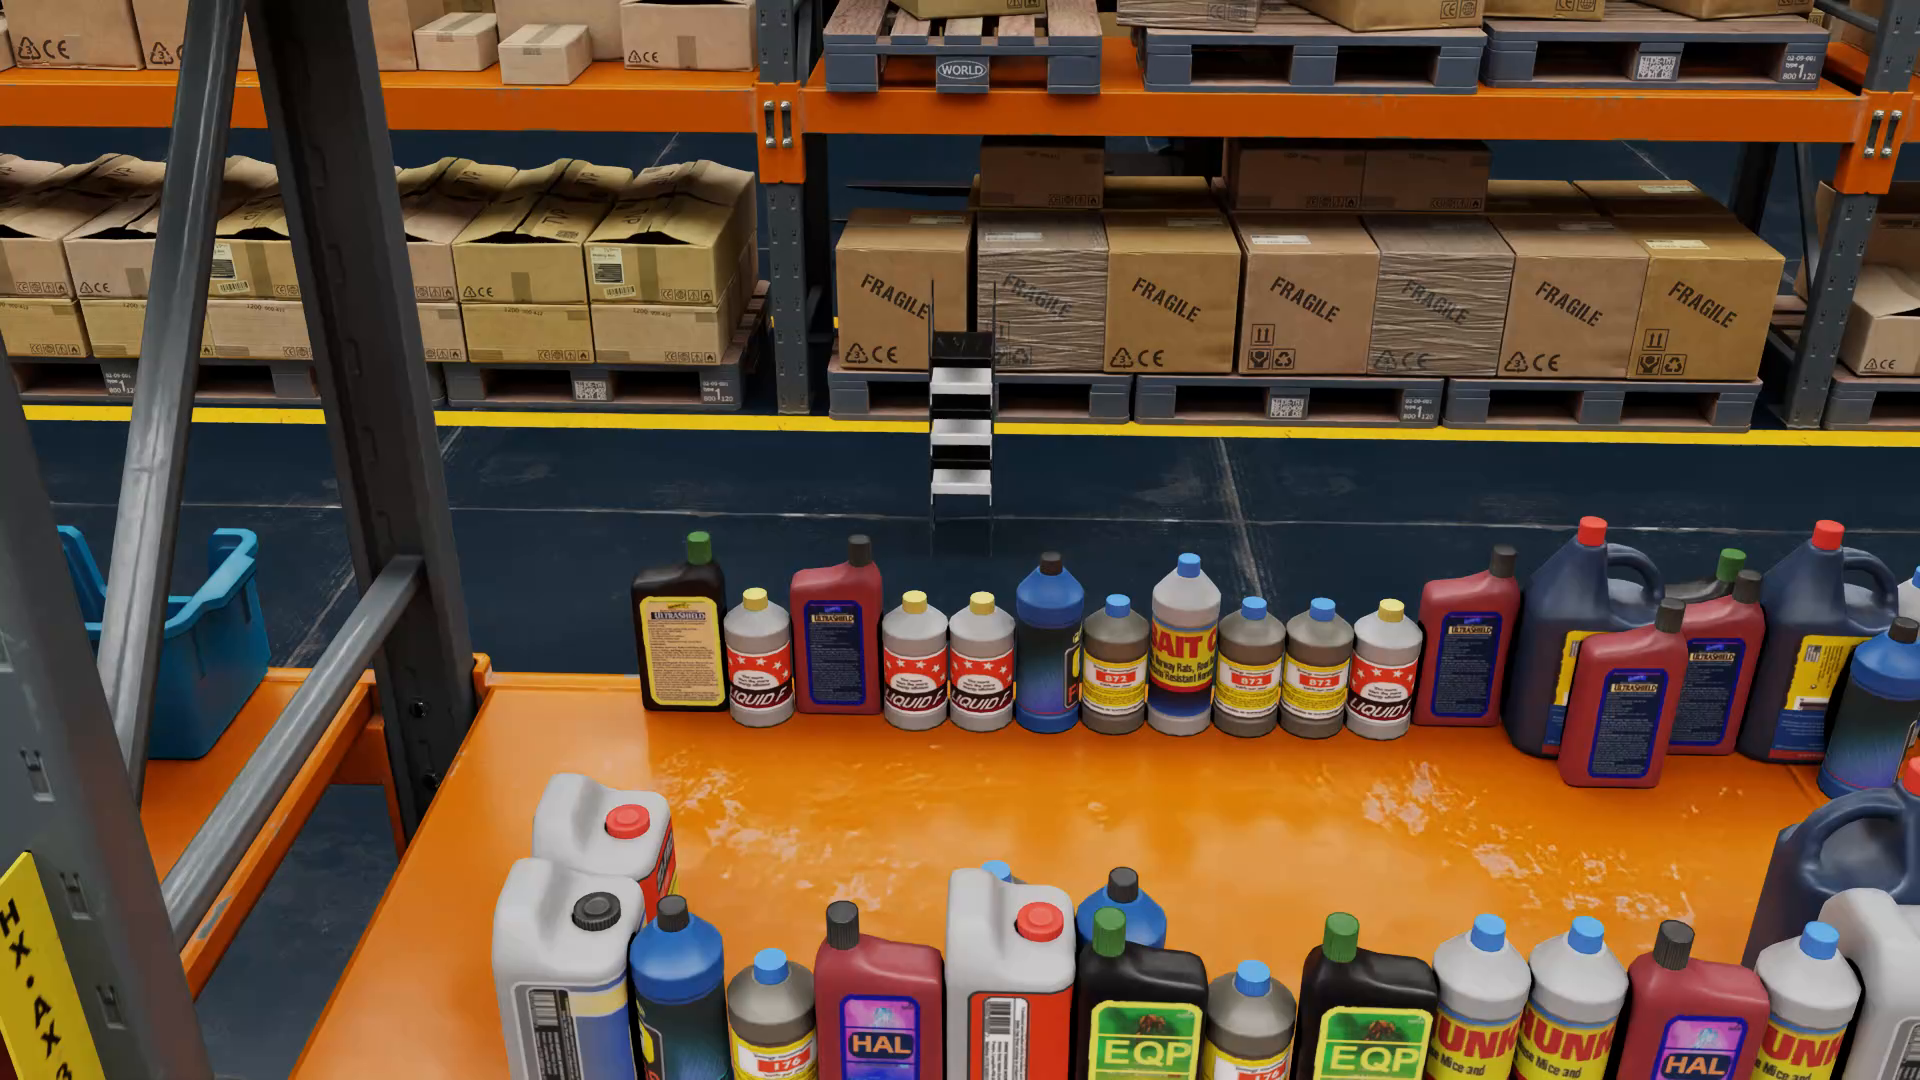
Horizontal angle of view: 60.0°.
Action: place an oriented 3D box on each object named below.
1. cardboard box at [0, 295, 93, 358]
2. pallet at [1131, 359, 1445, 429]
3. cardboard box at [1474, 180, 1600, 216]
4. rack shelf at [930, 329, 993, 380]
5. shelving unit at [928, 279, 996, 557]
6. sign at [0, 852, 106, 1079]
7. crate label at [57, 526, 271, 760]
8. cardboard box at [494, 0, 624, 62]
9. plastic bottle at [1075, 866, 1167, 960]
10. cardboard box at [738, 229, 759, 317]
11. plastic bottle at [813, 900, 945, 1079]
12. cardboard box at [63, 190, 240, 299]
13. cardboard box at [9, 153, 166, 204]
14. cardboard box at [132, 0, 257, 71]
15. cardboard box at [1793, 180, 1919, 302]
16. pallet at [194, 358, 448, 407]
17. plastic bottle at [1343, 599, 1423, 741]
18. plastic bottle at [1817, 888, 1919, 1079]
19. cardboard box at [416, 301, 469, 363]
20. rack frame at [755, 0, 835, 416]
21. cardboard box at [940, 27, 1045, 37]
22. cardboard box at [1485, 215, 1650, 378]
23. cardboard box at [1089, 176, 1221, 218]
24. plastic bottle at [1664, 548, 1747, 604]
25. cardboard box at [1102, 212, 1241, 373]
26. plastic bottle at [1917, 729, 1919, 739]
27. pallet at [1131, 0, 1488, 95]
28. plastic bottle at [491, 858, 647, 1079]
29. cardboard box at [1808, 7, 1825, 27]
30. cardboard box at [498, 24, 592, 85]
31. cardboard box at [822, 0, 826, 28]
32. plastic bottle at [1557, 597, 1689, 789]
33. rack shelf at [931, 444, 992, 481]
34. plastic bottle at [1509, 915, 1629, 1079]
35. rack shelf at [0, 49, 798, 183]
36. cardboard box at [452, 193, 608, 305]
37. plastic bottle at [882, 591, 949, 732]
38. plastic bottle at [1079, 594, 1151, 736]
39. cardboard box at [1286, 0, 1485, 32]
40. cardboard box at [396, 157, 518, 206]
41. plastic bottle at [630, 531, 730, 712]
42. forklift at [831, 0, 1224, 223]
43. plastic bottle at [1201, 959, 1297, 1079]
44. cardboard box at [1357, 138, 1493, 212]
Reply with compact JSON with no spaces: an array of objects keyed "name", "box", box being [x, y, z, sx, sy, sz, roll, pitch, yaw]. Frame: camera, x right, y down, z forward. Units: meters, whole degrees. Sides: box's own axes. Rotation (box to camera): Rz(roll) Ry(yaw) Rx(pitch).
[{"name":"cardboard box","box":[-3.744,-0.963,6.851,0.500,0.250,0.500,2,28,3]},{"name":"pallet","box":[1.310,-0.774,6.985,1.213,0.211,1.003,1,28,2]},{"name":"cardboard box","box":[2.338,-1.207,7.023,0.500,0.500,0.500,1,28,3]},{"name":"rack shelf","box":[0.008,-0.607,5.428,0.200,0.077,0.258,1,28,2]},{"name":"shelving unit","box":[0.008,-0.397,5.539,0.210,0.900,0.258,1,28,2]},{"name":"sign","box":[-0.842,0.447,1.531,0.005,0.325,0.100,1,28,2]},{"name":"crate label","box":[-1.238,0.153,2.438,0.416,0.233,0.303,1,28,2]},{"name":"cardboard box","box":[-1.538,-2.124,6.648,0.500,0.311,0.500,1,28,1]},{"name":"plastic bottle","box":[0.171,0.470,1.798,0.097,0.271,0.097,0,28,0]},{"name":"cardboard box","box":[-1.164,-1.174,7.250,0.500,0.250,0.500,1,28,2]},{"name":"plastic bottle","box":[-0.082,0.498,1.733,0.133,0.283,0.061,1,28,2]},{"name":"cardboard box","box":[-3.227,-1.200,6.699,0.500,0.311,0.500,0,28,0]},{"name":"cardboard box","box":[-3.714,-1.464,7.197,0.500,0.311,0.500,2,28,3]},{"name":"cardboard box","box":[-2.855,-2.130,6.460,0.500,0.500,0.500,1,28,2]},{"name":"cardboard box","box":[3.926,-1.205,7.019,0.500,0.500,0.500,1,28,2]},{"name":"pallet","box":[-2.689,-0.879,7.182,1.213,0.211,1.003,1,28,2]},{"name":"plastic bottle","box":[0.616,0.181,2.417,0.097,0.201,0.097,0,28,0]},{"name":"plastic bottle","box":[0.977,0.497,1.742,0.135,0.276,0.152,1,28,2]},{"name":"cardboard box","box":[-2.203,-0.939,6.807,0.500,0.250,0.500,2,28,3]},{"name":"rack frame","box":[-0.651,-2.057,6.429,0.127,3.000,1.000,1,28,2]},{"name":"cardboard box","box":[0.250,-3.538,11.069,0.750,0.750,0.750,1,28,1]},{"name":"cardboard box","box":[2.349,-0.967,6.571,0.500,0.500,0.500,1,28,2]},{"name":"cardboard box","box":[0.809,-1.233,7.073,0.500,0.500,0.500,0,28,0]},{"name":"plastic bottle","box":[1.050,0.144,2.401,0.133,0.283,0.061,1,28,2]},{"name":"cardboard box","box":[0.818,-0.989,6.613,0.500,0.500,0.500,1,28,1]},{"name":"plastic bottle","box":[1.446,0.164,2.375,0.097,0.271,0.097,0,28,0]},{"name":"pallet","box":[1.292,-1.943,6.417,1.213,0.211,1.003,1,28,2]},{"name":"plastic bottle","box":[-0.409,0.474,1.785,0.135,0.276,0.152,1,28,2]},{"name":"cardboard box","box":[5.276,-3.311,11.015,0.500,0.500,0.700,2,28,3]},{"name":"cardboard box","box":[-1.560,-1.832,6.272,0.250,0.149,0.380,1,28,2]},{"name":"cardboard box","box":[-1.202,-3.454,11.262,0.500,0.500,0.700,1,28,3]},{"name":"plastic bottle","box":[0.911,0.209,2.278,0.133,0.283,0.061,1,28,2]},{"name":"rack shelf","box":[0.008,-0.288,5.597,0.200,0.077,0.258,1,28,2]},{"name":"plastic bottle","box":[0.630,0.506,1.730,0.097,0.271,0.097,0,28,0]},{"name":"rack shelf","box":[-2.650,-1.773,6.659,4.000,0.370,1.077,1,28,2]},{"name":"cardboard box","box":[-1.703,-1.175,6.652,0.500,0.311,0.500,1,28,1]},{"name":"plastic bottle","box":[-0.065,0.170,2.439,0.097,0.201,0.097,0,28,0]},{"name":"plastic bottle","box":[0.227,0.175,2.430,0.097,0.201,0.097,0,28,0]},{"name":"cardboard box","box":[1.578,-2.221,6.183,0.500,0.500,0.700,-6,29,-11]},{"name":"cardboard box","box":[-2.199,-1.436,7.145,0.500,0.311,0.500,0,28,0]},{"name":"plastic bottle","box":[-0.410,0.120,2.446,0.133,0.283,0.061,1,28,2]},{"name":"forklift","box":[0.884,-2.811,7.923,3.031,2.935,1.130,1,28,3]},{"name":"plastic bottle","box":[0.302,0.532,1.756,0.097,0.201,0.097,0,28,0]},{"name":"cardboard box","box":[1.872,-1.551,6.872,0.500,0.250,0.500,1,28,2]}]
